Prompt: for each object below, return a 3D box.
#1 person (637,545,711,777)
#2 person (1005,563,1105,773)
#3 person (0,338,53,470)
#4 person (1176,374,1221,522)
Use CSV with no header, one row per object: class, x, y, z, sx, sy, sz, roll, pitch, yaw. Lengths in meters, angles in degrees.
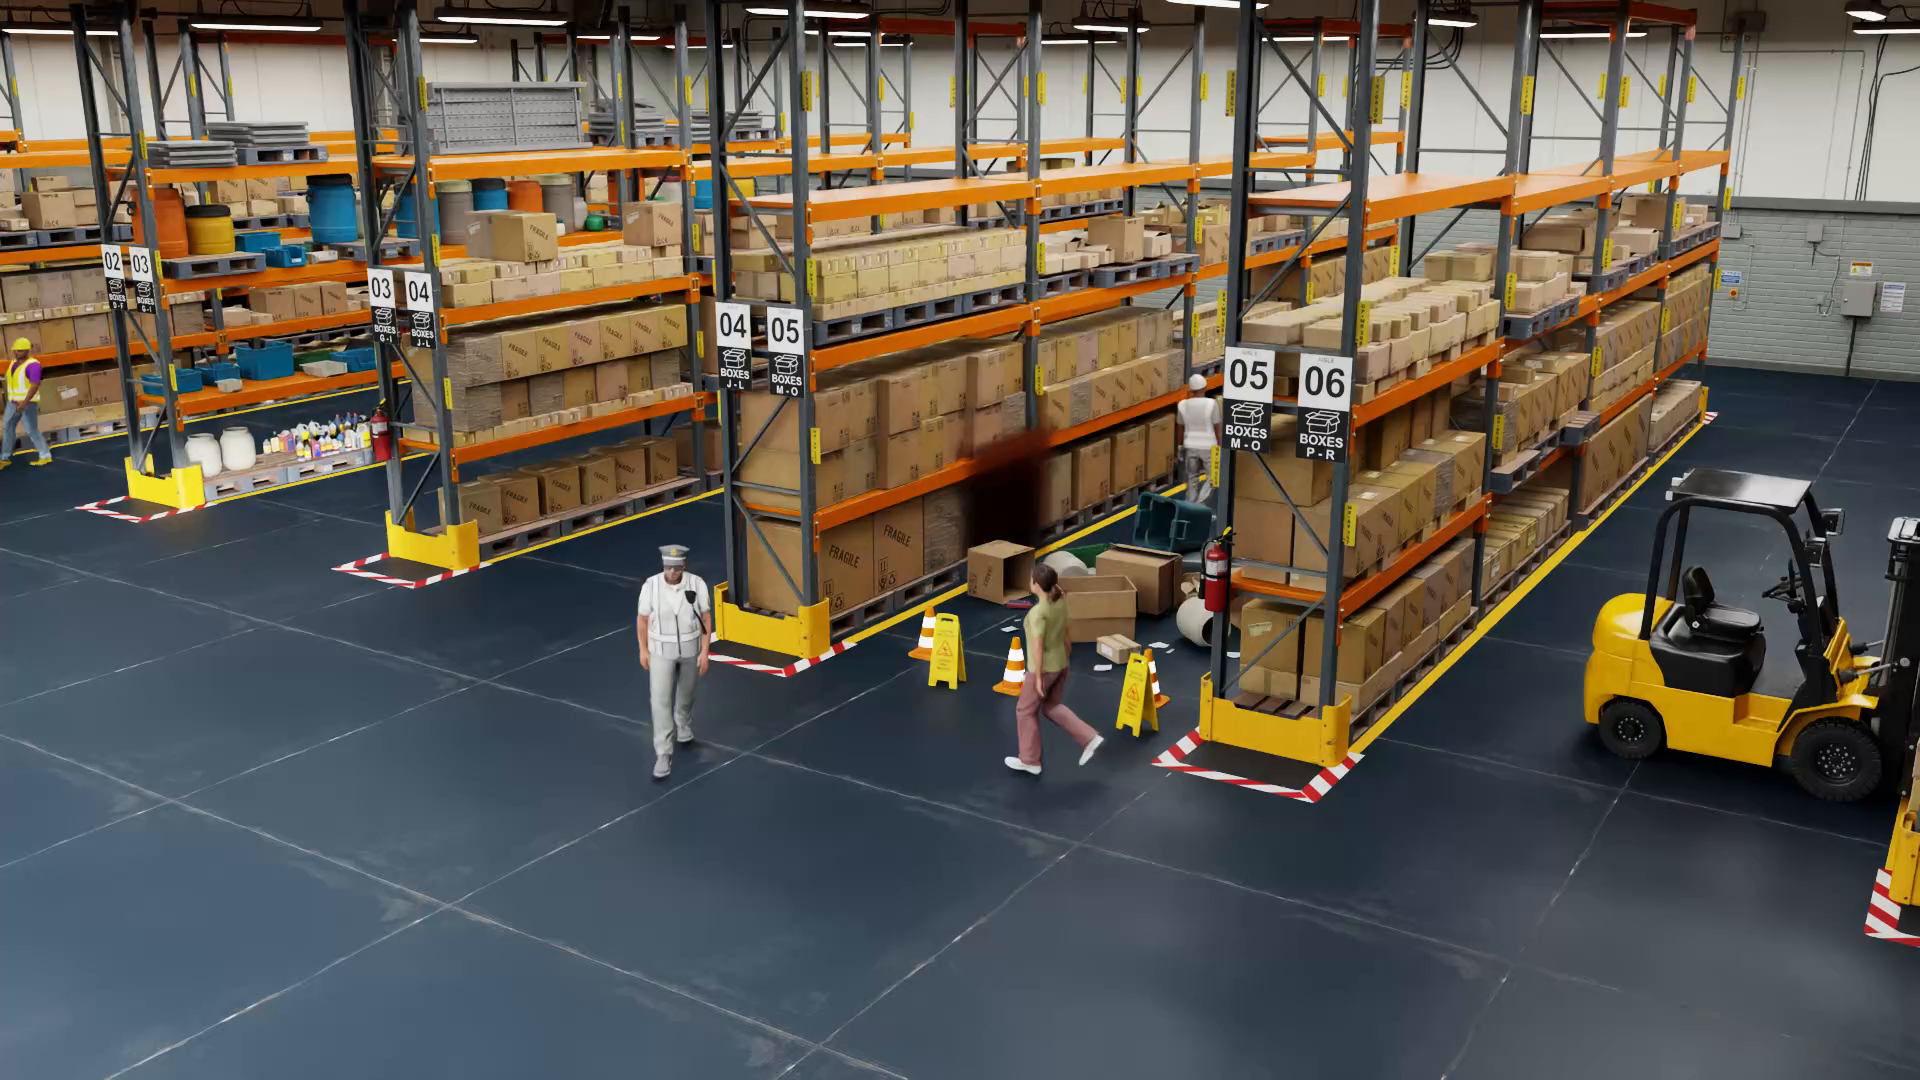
person,-2.198,0.860,12.858,0.573,1.699,0.988,-5,16,-19
person,0.702,0.992,12.520,0.764,1.652,0.444,8,18,27
person,-12.820,-1.853,22.662,0.590,1.768,0.617,7,17,23
person,2.848,-1.082,19.789,0.587,1.779,0.520,8,17,25
